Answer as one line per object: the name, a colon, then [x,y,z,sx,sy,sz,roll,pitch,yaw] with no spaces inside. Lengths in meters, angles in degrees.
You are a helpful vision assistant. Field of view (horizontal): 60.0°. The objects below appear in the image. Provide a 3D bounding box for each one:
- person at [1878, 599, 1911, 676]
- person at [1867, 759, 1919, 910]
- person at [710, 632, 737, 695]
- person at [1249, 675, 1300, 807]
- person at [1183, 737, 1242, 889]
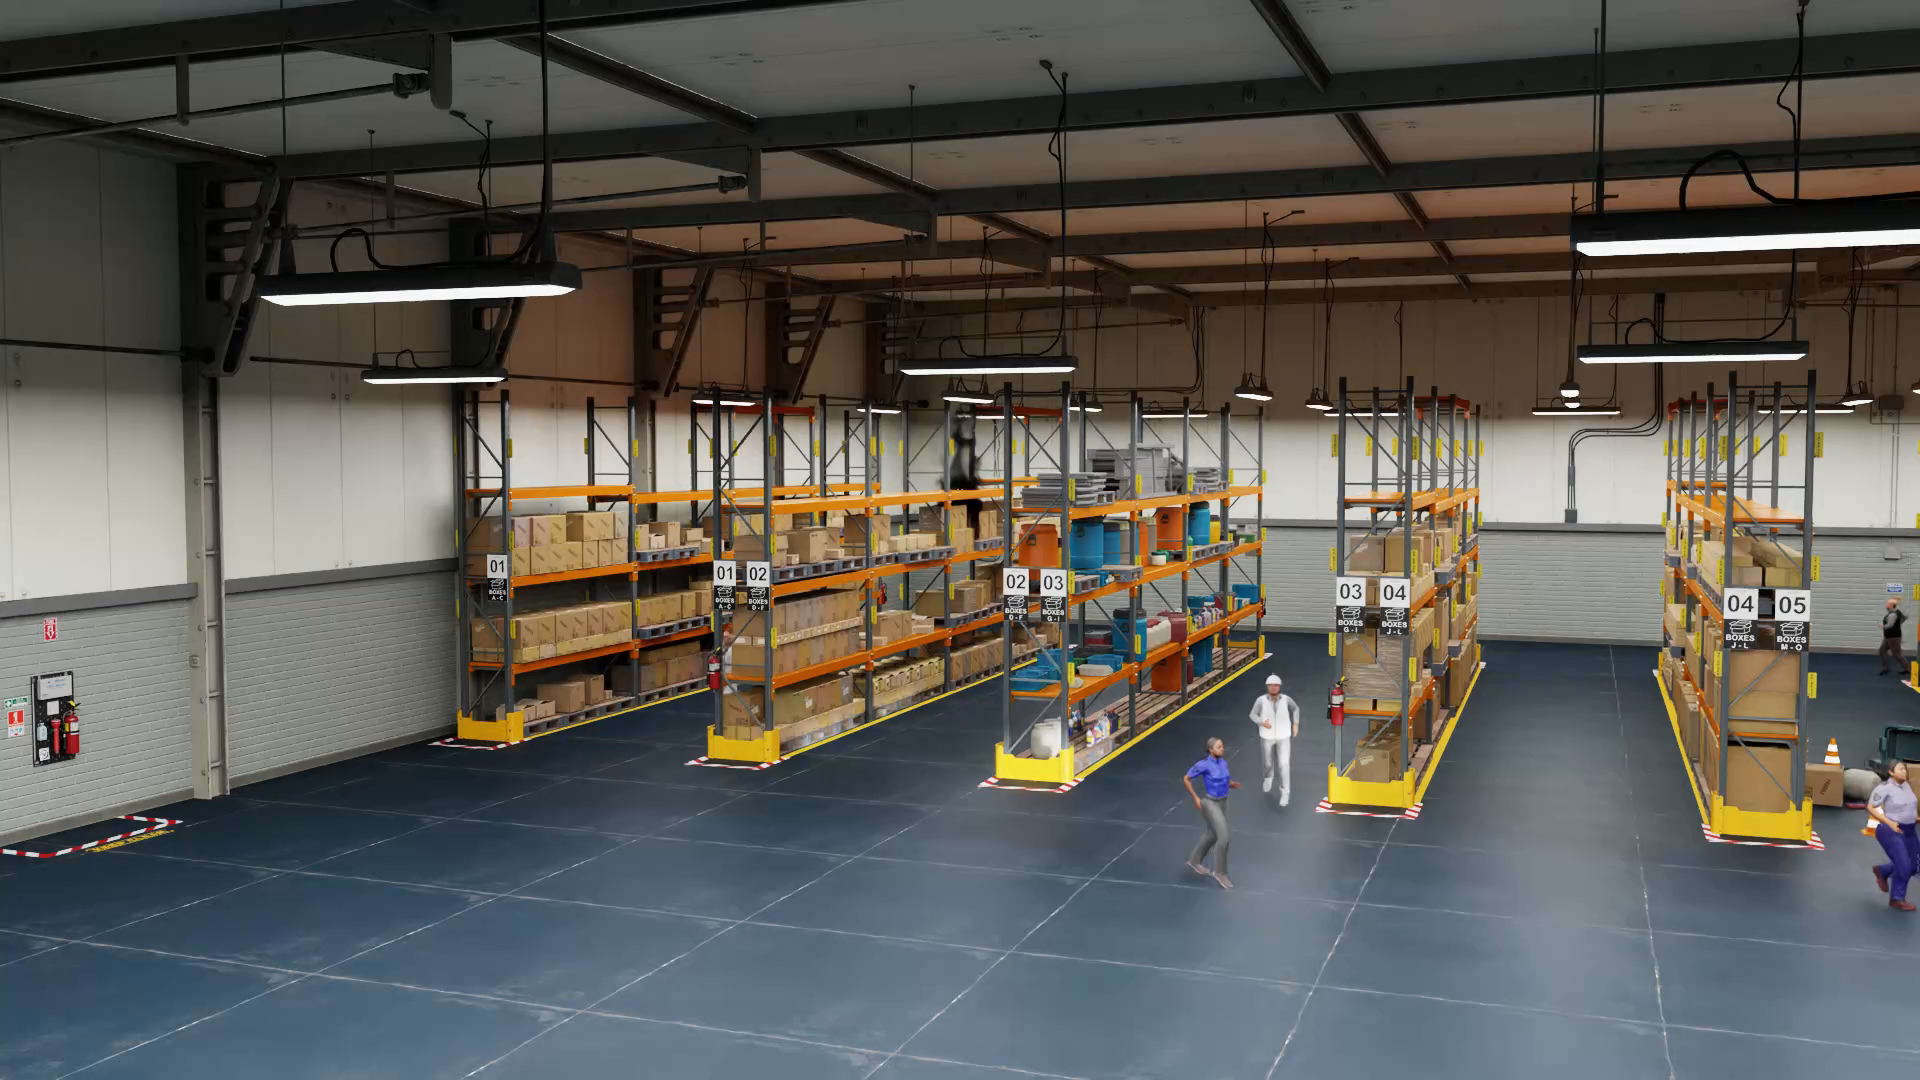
person: [20.450,2.169,36.318,0.689,1.764,0.686,2,4,28]
person: [10.222,3.199,18.215,0.609,1.595,0.629,-1,3,-21]
person: [-4.166,2.498,29.657,0.721,1.750,0.718,1,3,19]
person: [4.473,2.811,23.642,0.710,1.806,0.903,0,3,9]
person: [2.921,3.123,19.141,0.752,1.720,0.545,3,4,41]
